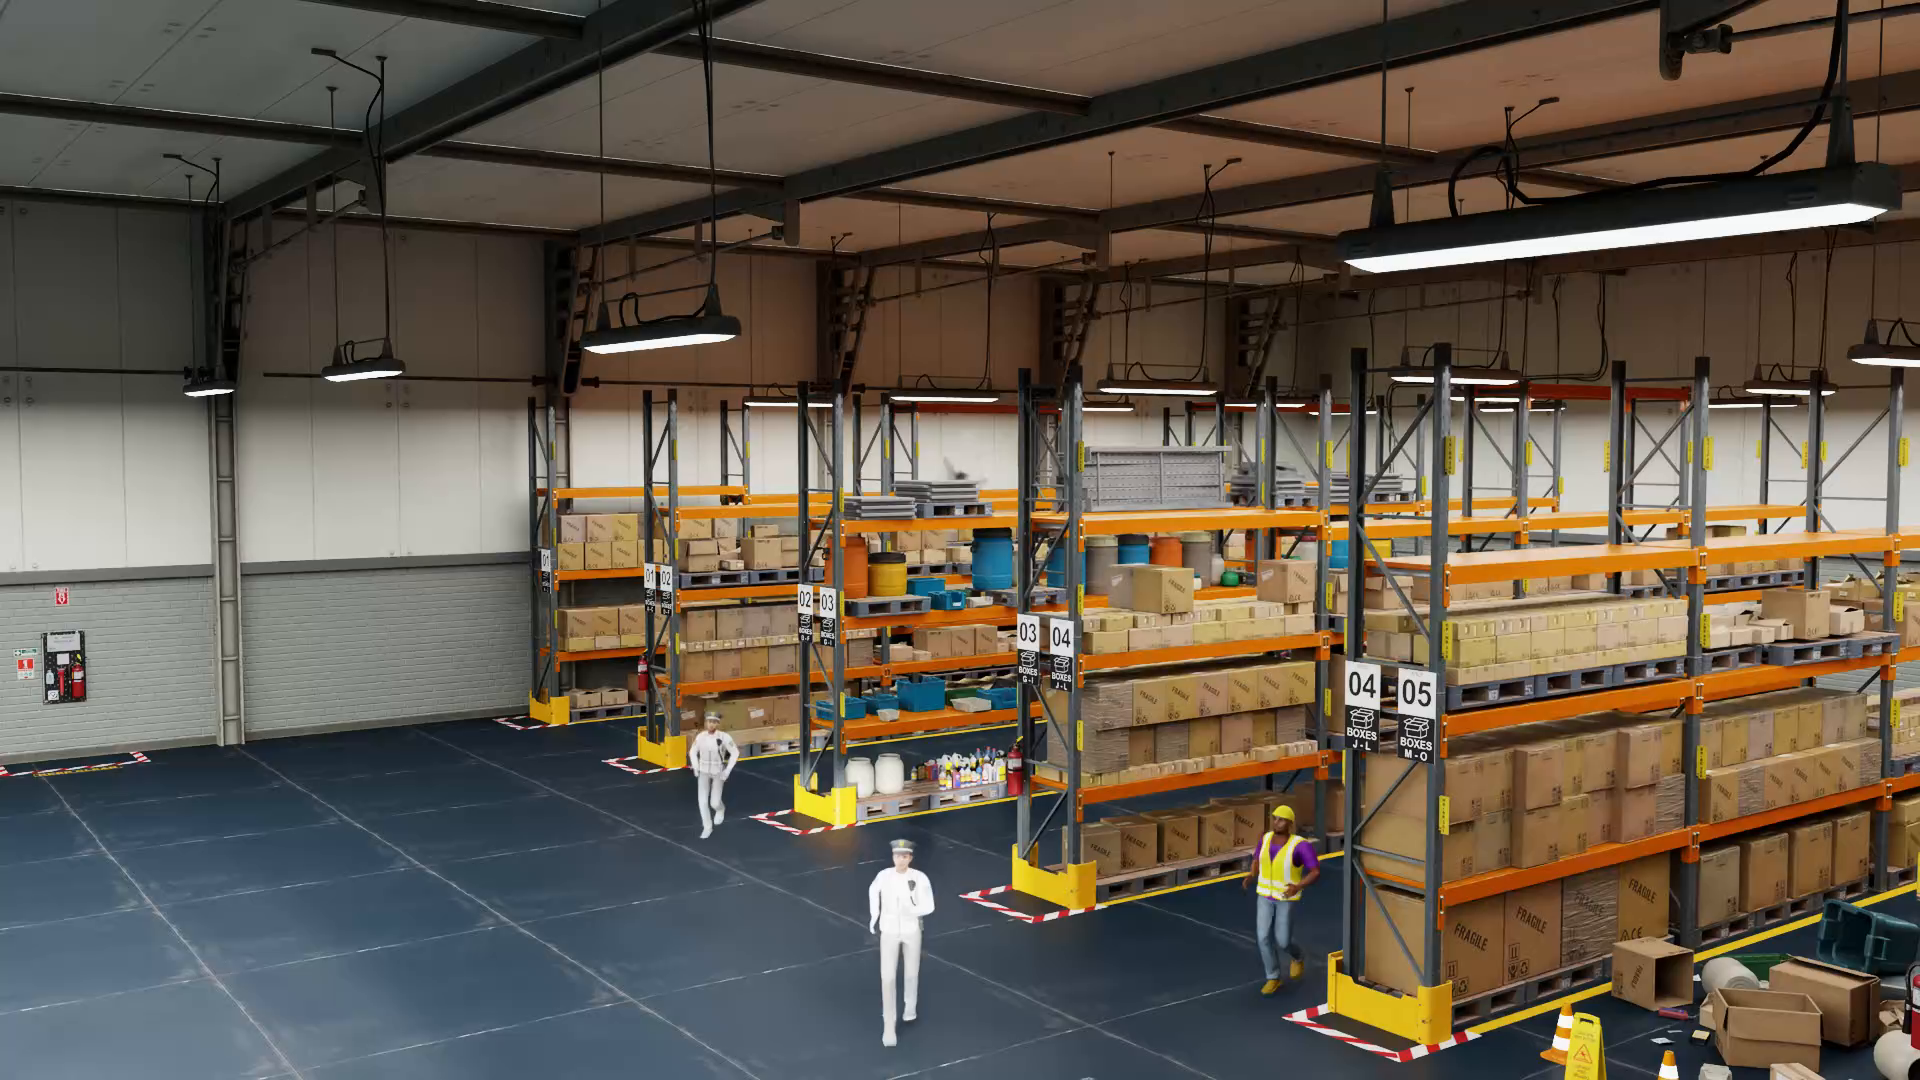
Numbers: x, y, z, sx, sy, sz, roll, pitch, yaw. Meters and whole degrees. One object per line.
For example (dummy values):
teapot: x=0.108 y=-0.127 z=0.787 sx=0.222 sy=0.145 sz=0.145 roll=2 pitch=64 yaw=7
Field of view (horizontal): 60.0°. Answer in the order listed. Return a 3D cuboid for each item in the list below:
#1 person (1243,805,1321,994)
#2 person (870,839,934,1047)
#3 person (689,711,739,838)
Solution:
person: x=3.054 y=3.388 z=15.765 sx=0.726 sy=1.755 sz=0.637 roll=3 pitch=4 yaw=37
person: x=-0.512 y=3.458 z=14.510 sx=0.583 sy=1.750 sz=0.761 roll=0 pitch=3 yaw=1
person: x=-3.242 y=3.057 z=21.919 sx=0.659 sy=1.653 sz=0.582 roll=0 pitch=3 yaw=4
